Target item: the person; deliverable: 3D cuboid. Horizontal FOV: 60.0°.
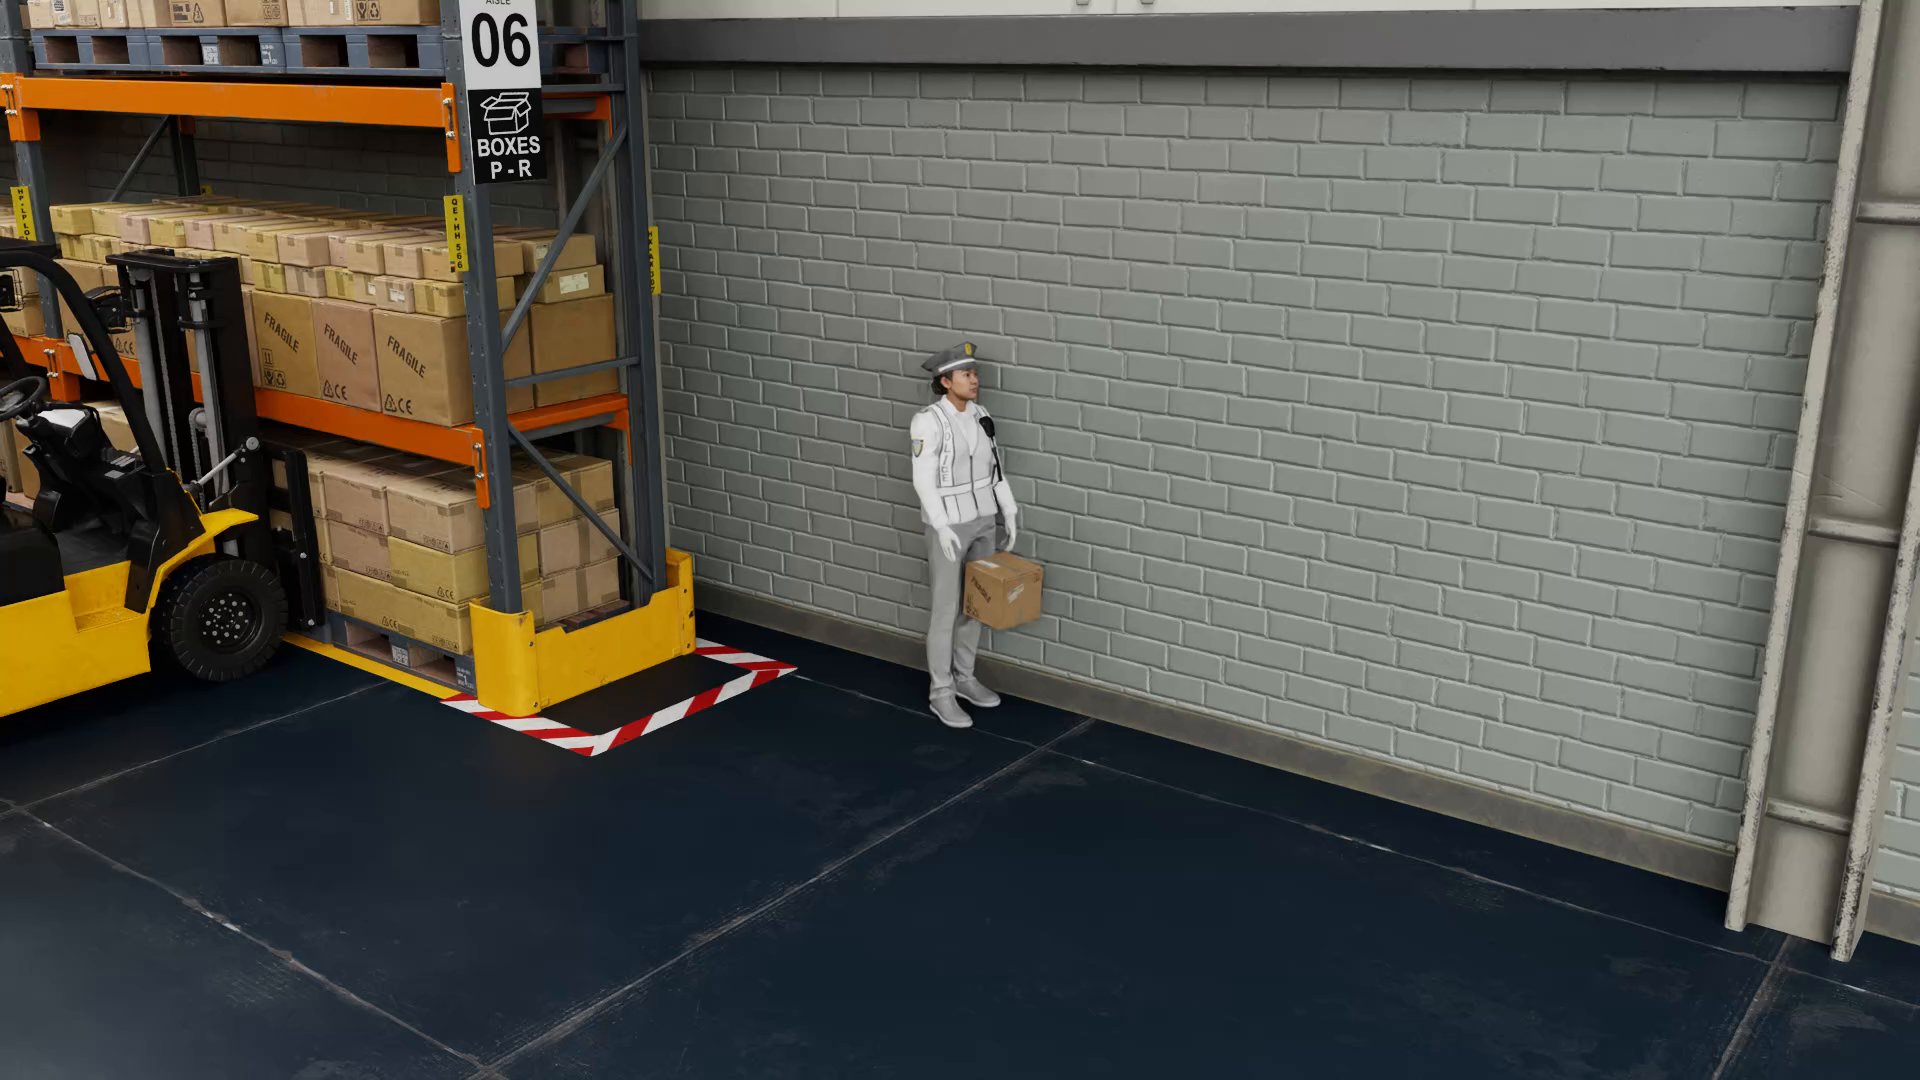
[{"bbox_3d":[0.030,-0.054,7.630,0.550,1.697,0.542,-14,21,-38],"label":"person"}]
